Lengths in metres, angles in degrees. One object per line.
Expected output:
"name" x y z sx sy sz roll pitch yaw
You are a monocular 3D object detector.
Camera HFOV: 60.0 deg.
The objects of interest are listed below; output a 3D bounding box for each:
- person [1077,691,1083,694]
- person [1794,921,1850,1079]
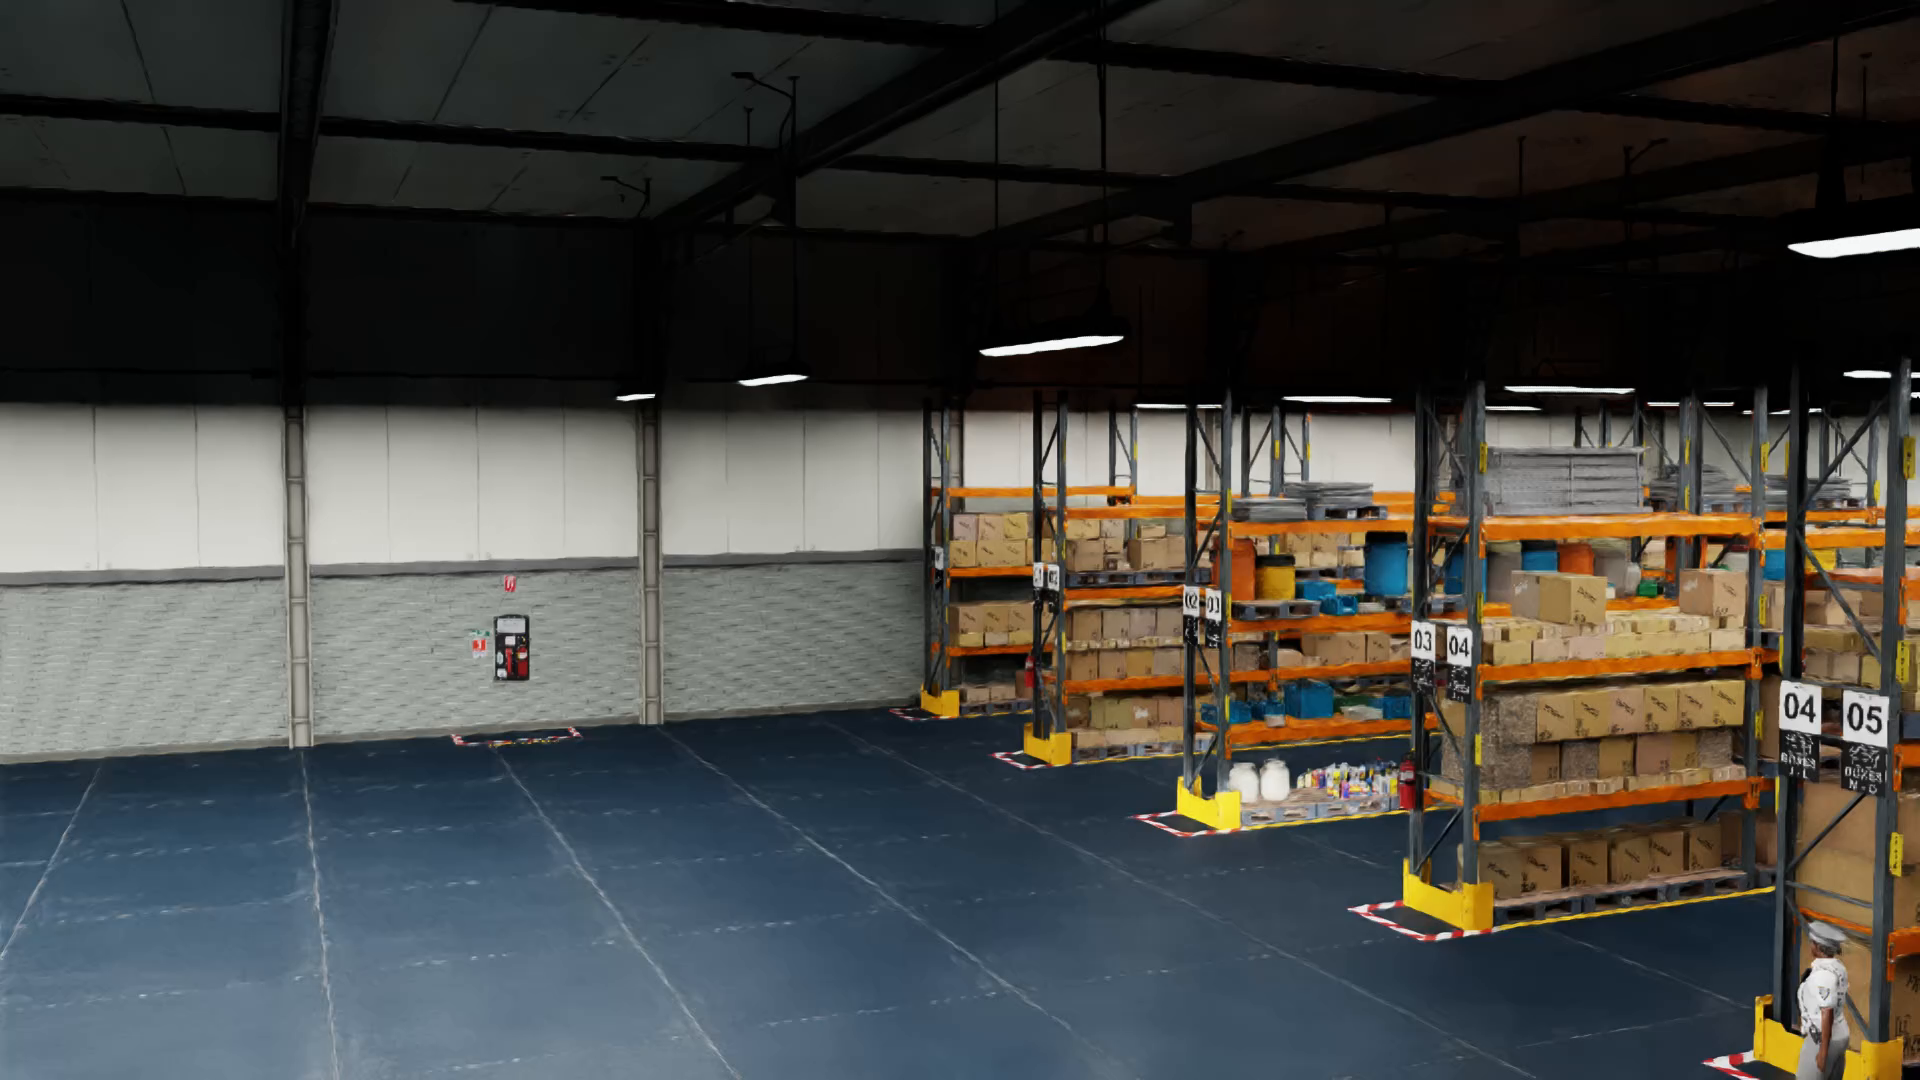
"person" 2.139 2.575 30.208 0.794 1.612 0.643 -3 4 -40
"person" 6.234 3.615 11.970 0.397 1.669 0.574 3 4 37
